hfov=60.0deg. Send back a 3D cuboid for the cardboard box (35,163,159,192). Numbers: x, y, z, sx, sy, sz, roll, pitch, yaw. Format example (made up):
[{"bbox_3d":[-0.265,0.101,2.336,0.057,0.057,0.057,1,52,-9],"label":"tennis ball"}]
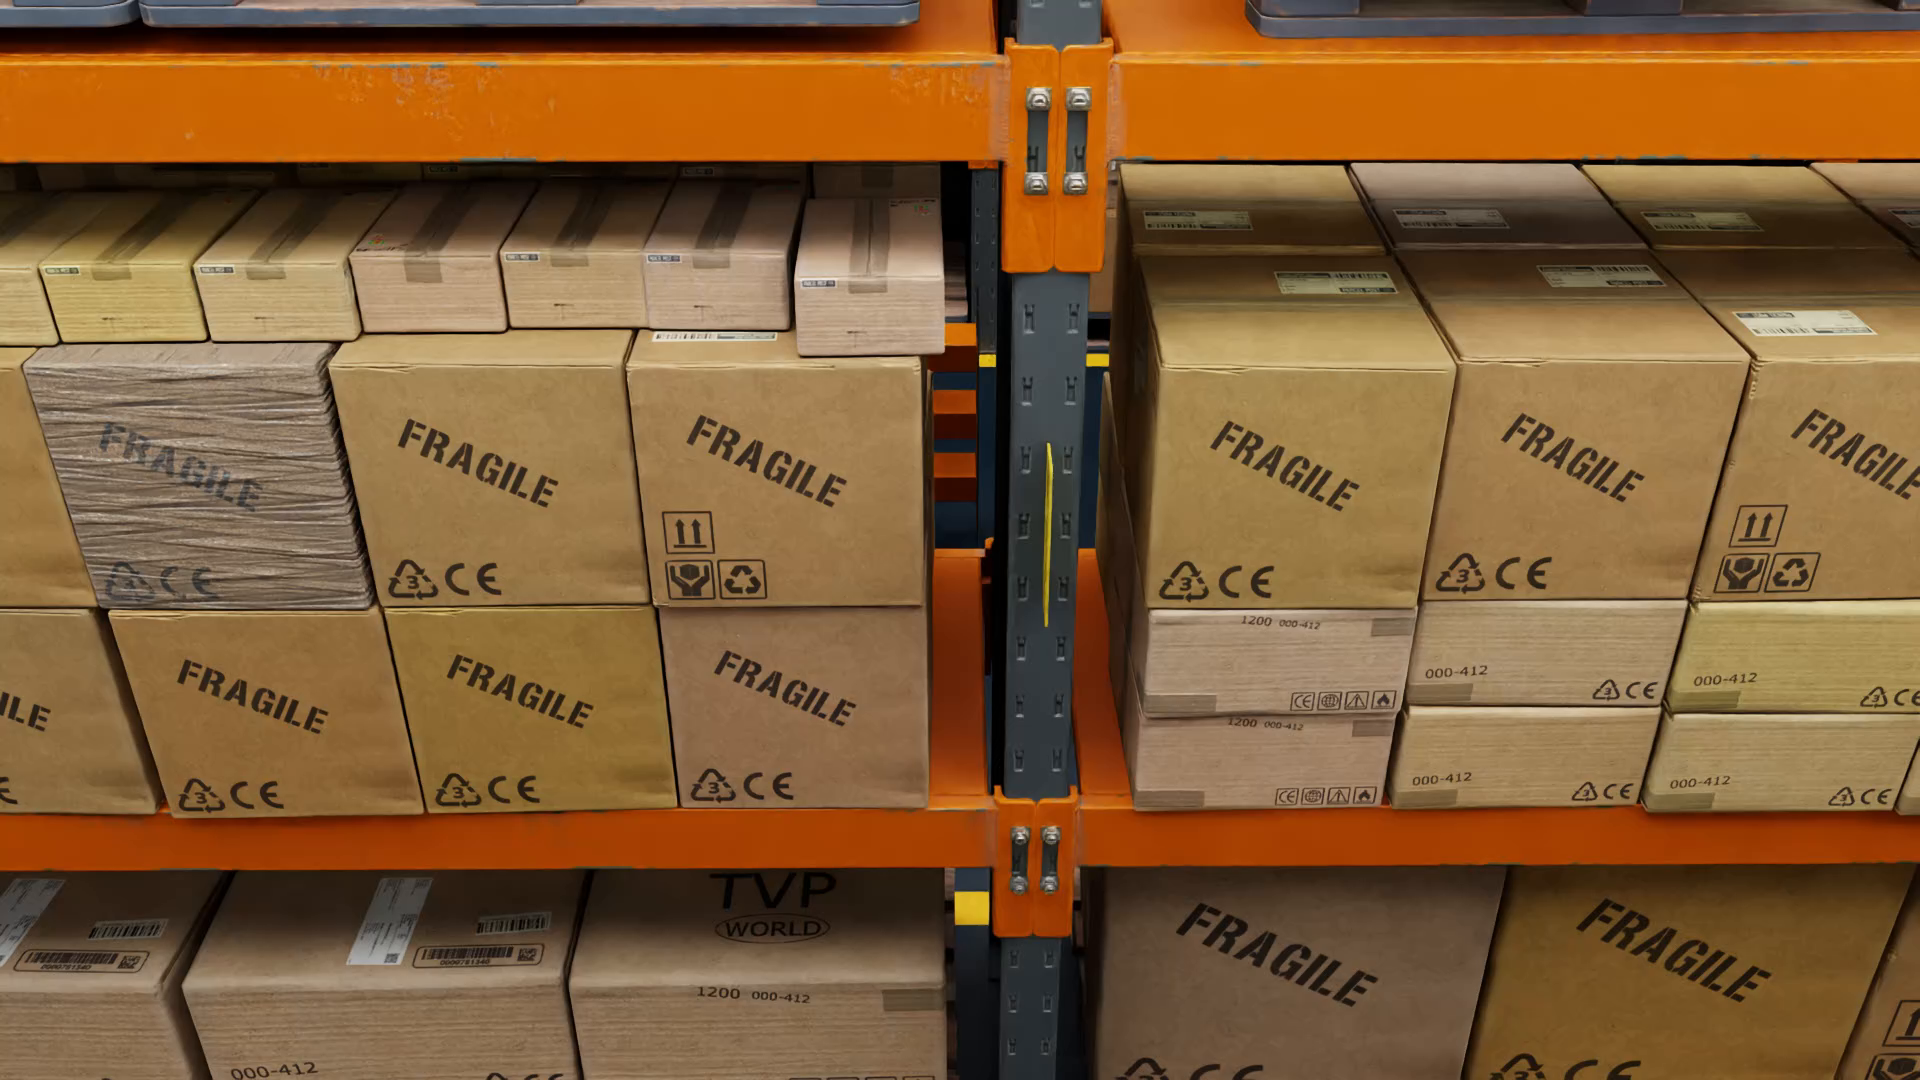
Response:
[{"bbox_3d":[-1.690,-0.776,3.452,0.250,0.149,0.380,0,31,0],"label":"cardboard box"}]

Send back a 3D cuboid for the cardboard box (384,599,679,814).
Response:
[{"bbox_3d":[-0.826,0.206,3.423,0.500,0.500,0.500,-1,31,-2],"label":"cardboard box"}]

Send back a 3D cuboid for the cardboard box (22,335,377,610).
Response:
[{"bbox_3d":[-1.336,-0.212,3.147,0.500,0.500,0.500,0,31,0],"label":"cardboard box"}]

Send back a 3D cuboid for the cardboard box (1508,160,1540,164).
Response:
[{"bbox_3d":[2.824,-1.760,8.139,0.250,0.149,0.380,1,31,1],"label":"cardboard box"}]

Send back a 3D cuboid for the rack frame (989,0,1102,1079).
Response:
[{"bbox_3d":[0.151,0.110,3.677,0.127,3.000,1.000,0,31,0],"label":"rack frame"}]

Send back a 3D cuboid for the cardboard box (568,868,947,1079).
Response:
[{"bbox_3d":[-0.478,0.972,4.321,0.875,0.438,0.875,-1,31,-1],"label":"cardboard box"}]

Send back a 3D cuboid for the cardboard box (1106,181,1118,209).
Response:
[{"bbox_3d":[0.754,-1.757,8.134,0.250,0.149,0.380,-1,31,-2],"label":"cardboard box"}]

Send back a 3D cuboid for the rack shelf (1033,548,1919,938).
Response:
[{"bbox_3d":[2.150,0.411,3.874,4.000,0.370,1.077,0,31,0],"label":"rack shelf"}]

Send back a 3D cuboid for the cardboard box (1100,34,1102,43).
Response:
[{"bbox_3d":[0.602,-2.573,7.597,0.500,0.500,0.700,1,31,1],"label":"cardboard box"}]

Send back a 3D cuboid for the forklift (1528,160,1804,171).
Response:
[{"bbox_3d":[2.960,-1.304,6.074,3.031,2.935,1.130,-1,31,-2],"label":"forklift"}]

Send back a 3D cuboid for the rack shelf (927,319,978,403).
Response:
[{"bbox_3d":[-0.054,-0.682,6.336,0.240,0.259,0.215,0,31,0],"label":"rack shelf"}]

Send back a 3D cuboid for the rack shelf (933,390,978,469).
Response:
[{"bbox_3d":[-0.054,-0.440,6.483,0.240,0.259,0.215,0,31,0],"label":"rack shelf"}]

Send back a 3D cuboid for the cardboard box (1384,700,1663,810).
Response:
[{"bbox_3d":[1.110,0.307,3.496,0.500,0.250,0.500,-1,31,-2],"label":"cardboard box"}]

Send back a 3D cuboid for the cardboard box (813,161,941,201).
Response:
[{"bbox_3d":[-0.167,-0.771,3.444,0.250,0.149,0.380,-1,31,-1],"label":"cardboard box"}]

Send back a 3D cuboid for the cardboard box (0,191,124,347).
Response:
[{"bbox_3d":[-1.680,-0.492,2.983,0.250,0.149,0.380,0,31,0],"label":"cardboard box"}]

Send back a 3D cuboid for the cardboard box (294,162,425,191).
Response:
[{"bbox_3d":[-1.193,-0.785,3.466,0.250,0.149,0.380,-1,31,-2],"label":"cardboard box"}]

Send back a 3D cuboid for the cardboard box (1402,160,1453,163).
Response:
[{"bbox_3d":[2.298,-1.743,8.110,0.250,0.149,0.380,-2,31,-3],"label":"cardboard box"}]

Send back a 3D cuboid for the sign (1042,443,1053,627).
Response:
[{"bbox_3d":[0.155,-0.006,2.957,0.005,0.325,0.100,0,31,0],"label":"sign"}]

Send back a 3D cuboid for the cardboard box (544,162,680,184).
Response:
[{"bbox_3d":[-0.678,-0.739,3.391,0.250,0.149,0.380,-1,31,-1],"label":"cardboard box"}]

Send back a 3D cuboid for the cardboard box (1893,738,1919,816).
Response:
[{"bbox_3d":[2.122,0.317,3.480,0.500,0.250,0.500,-1,31,-1],"label":"cardboard box"}]

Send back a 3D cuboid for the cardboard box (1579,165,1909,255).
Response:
[{"bbox_3d":[1.620,-0.489,3.604,0.500,0.500,0.500,1,31,1],"label":"cardboard box"}]

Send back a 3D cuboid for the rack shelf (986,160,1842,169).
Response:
[{"bbox_3d":[2.117,-2.163,8.118,4.000,0.370,1.077,0,31,0],"label":"rack shelf"}]

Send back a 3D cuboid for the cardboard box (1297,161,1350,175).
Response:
[{"bbox_3d":[1.783,-1.753,8.126,0.250,0.149,0.380,1,31,1],"label":"cardboard box"}]

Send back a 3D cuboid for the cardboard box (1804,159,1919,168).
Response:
[{"bbox_3d":[4.741,-1.636,8.440,0.625,0.625,0.875,1,31,1],"label":"cardboard box"}]

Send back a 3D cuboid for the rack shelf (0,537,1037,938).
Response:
[{"bbox_3d":[-1.849,0.424,3.853,4.000,0.370,1.077,0,31,0],"label":"rack shelf"}]

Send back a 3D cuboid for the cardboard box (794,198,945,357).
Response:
[{"bbox_3d":[-0.156,-0.472,2.950,0.250,0.149,0.380,-1,31,-1],"label":"cardboard box"}]

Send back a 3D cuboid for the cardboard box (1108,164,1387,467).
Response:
[{"bbox_3d":[0.596,-0.492,3.609,0.500,0.500,0.500,1,31,1],"label":"cardboard box"}]

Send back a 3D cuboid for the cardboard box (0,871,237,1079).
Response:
[{"bbox_3d":[-2.275,0.977,4.313,0.875,0.438,0.875,1,31,1],"label":"cardboard box"}]

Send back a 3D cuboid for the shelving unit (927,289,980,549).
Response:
[{"bbox_3d":[-0.054,-0.449,6.477,0.252,1.050,0.215,0,31,0],"label":"shelving unit"}]

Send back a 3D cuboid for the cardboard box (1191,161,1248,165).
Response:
[{"bbox_3d":[1.284,-1.772,8.158,0.250,0.149,0.380,-1,31,-1],"label":"cardboard box"}]

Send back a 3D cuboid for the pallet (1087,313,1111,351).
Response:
[{"bbox_3d":[0.930,-1.295,8.680,1.213,0.211,1.003,0,31,0],"label":"pallet"}]

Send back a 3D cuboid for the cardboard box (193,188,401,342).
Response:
[{"bbox_3d":[-1.172,-0.502,3.000,0.250,0.149,0.380,0,31,-1],"label":"cardboard box"}]

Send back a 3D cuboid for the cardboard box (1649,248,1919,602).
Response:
[{"bbox_3d":[1.602,-0.229,3.175,0.500,0.500,0.500,-1,31,-2],"label":"cardboard box"}]

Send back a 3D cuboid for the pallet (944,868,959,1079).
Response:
[{"bbox_3d":[-0.610,1.264,4.463,1.213,0.211,1.003,0,31,0],"label":"pallet"}]

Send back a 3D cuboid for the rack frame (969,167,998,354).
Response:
[{"bbox_3d":[0.117,-2.465,7.921,0.127,3.000,1.000,0,31,0],"label":"rack frame"}]

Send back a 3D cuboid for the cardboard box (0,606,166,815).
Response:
[{"bbox_3d":[-1.852,0.209,3.418,0.500,0.500,0.500,1,31,1],"label":"cardboard box"}]

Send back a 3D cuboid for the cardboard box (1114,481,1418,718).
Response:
[{"bbox_3d":[0.592,0.105,3.347,0.500,0.250,0.500,-1,31,-2],"label":"cardboard box"}]

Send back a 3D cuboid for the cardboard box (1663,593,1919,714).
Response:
[{"bbox_3d":[1.618,0.101,3.354,0.500,0.250,0.500,0,31,0],"label":"cardboard box"}]

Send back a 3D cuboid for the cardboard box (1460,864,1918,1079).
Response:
[{"bbox_3d":[1.673,0.789,4.202,0.875,0.875,0.875,1,31,1],"label":"cardboard box"}]

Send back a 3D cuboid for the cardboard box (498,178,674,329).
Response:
[{"bbox_3d":[-0.669,-0.531,3.048,0.250,0.149,0.380,0,31,0],"label":"cardboard box"}]

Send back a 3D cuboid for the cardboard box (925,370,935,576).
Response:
[{"bbox_3d":[-0.320,-0.067,3.873,0.500,0.500,0.500,1,31,1],"label":"cardboard box"}]

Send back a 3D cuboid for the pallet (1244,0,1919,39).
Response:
[{"bbox_3d":[1.067,-1.119,2.995,1.217,0.209,0.805,-1,31,-2],"label":"pallet"}]

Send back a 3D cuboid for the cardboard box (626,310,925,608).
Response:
[{"bbox_3d":[-0.320,-0.216,3.153,0.500,0.500,0.500,0,31,-1],"label":"cardboard box"}]

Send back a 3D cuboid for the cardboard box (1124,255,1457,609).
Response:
[{"bbox_3d":[0.592,-0.213,3.148,0.500,0.500,0.500,0,31,0],"label":"cardboard box"}]
